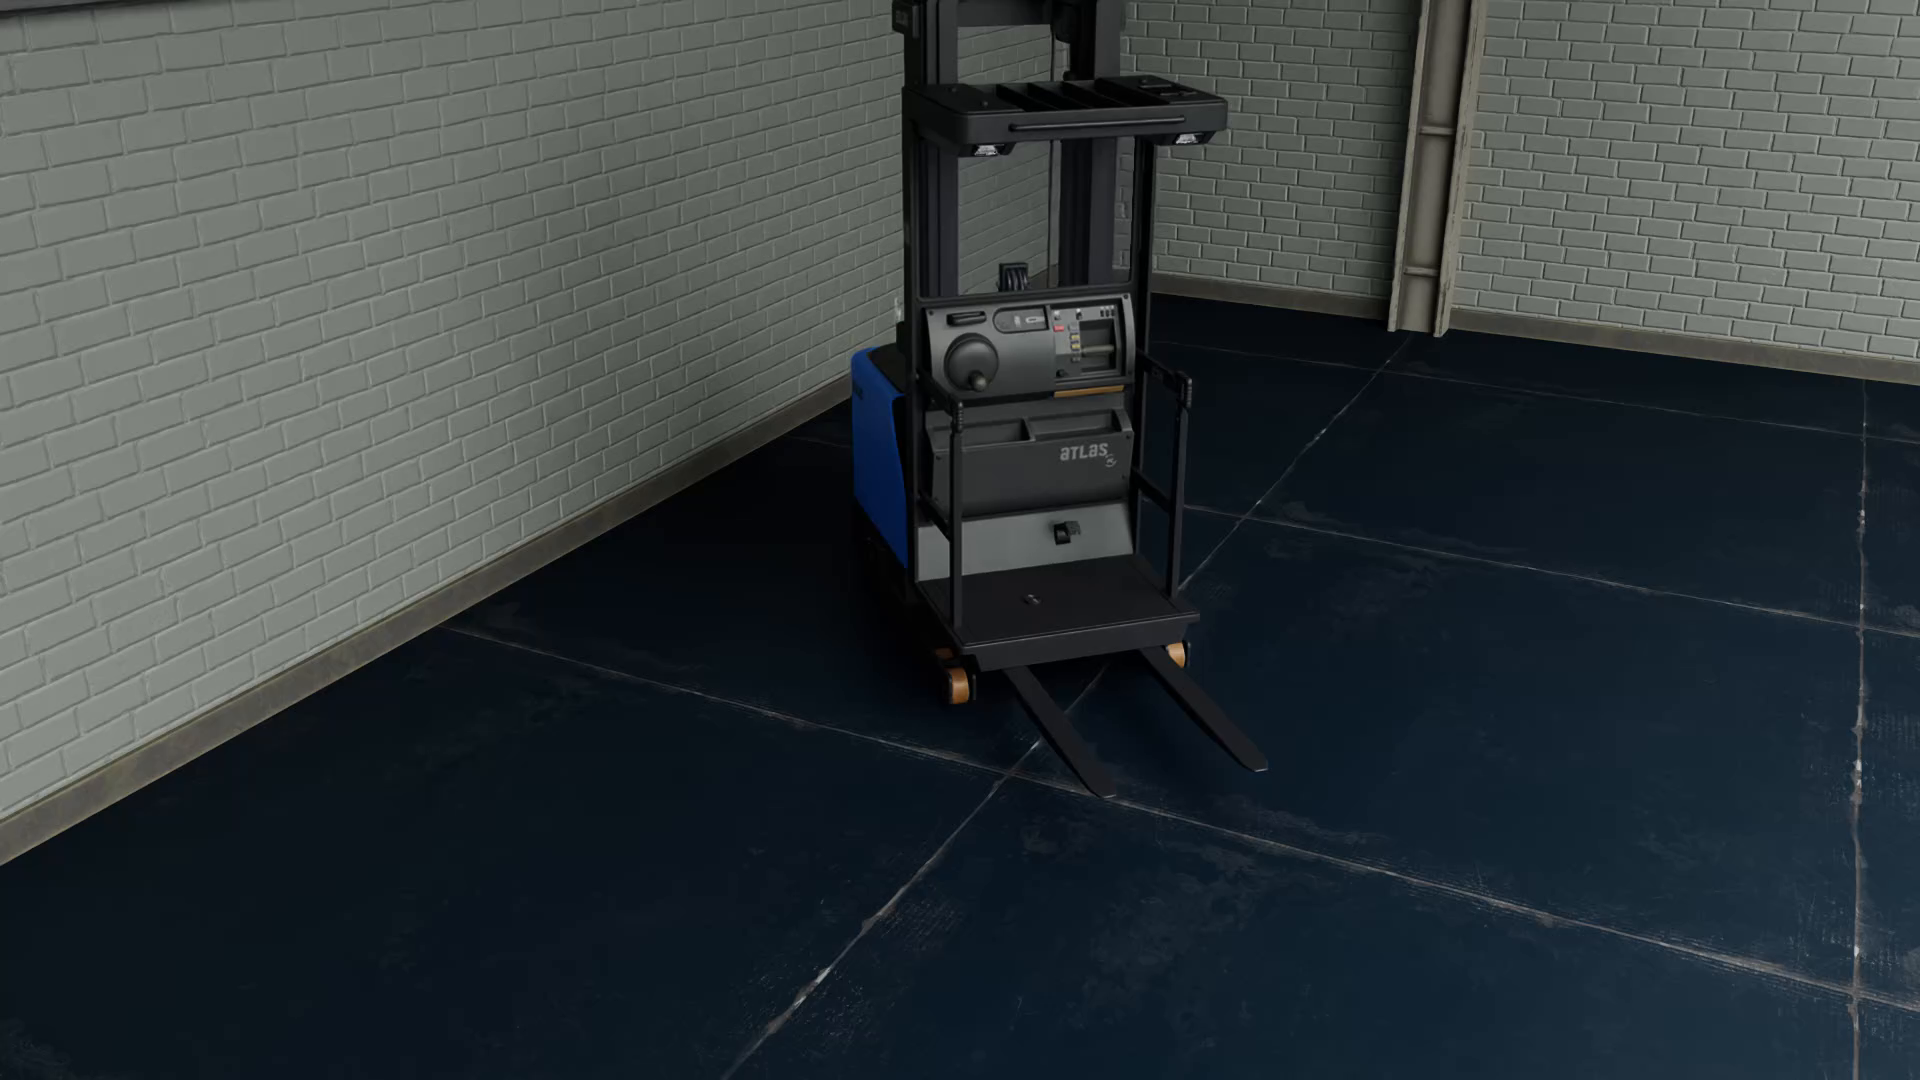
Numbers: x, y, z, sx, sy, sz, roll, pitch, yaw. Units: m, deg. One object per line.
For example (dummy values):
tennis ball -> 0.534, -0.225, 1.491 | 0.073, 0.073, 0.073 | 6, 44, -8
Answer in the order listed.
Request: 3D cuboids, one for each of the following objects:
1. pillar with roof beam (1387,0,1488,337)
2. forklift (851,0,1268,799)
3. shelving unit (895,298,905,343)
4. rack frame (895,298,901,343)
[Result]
pillar with roof beam -> 1.493, -4.221, 7.176 | 0.400, 9.000, 9.100 | 11, 25, 25
forklift -> 0.374, -0.818, 6.929 | 1.130, 2.935, 3.031 | -7, 24, -16
shelving unit -> -0.076, -0.669, 8.790 | 0.503, 1.200, 0.258 | -2, 23, -5
rack frame -> -0.319, -0.660, 8.769 | 0.015, 1.200, 0.240 | -2, 23, -5
